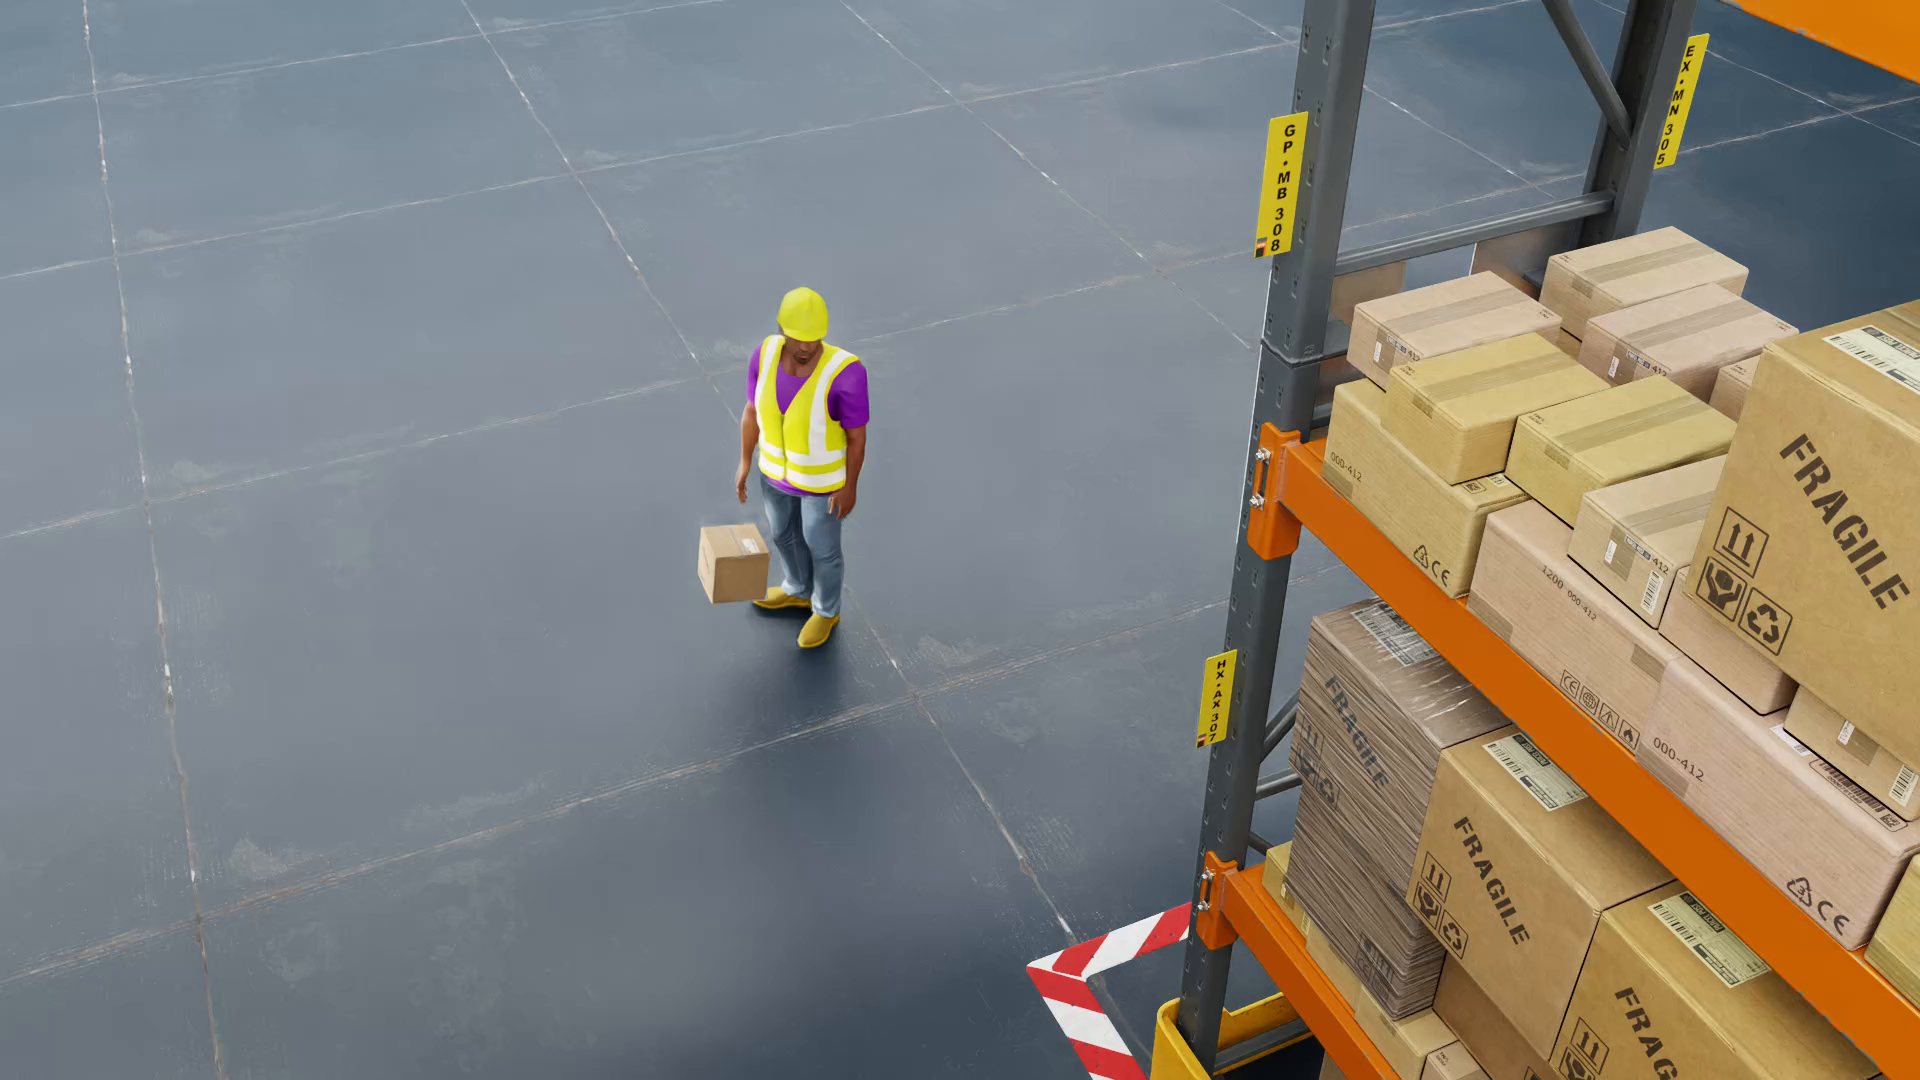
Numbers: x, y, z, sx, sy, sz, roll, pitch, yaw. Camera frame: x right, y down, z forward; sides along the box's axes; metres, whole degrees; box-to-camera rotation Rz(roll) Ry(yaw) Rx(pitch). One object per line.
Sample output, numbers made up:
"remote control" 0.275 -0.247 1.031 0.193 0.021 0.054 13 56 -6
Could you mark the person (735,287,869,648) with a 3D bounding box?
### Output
"person" -0.717 -0.301 7.206 0.671 1.768 0.396 20 41 24
